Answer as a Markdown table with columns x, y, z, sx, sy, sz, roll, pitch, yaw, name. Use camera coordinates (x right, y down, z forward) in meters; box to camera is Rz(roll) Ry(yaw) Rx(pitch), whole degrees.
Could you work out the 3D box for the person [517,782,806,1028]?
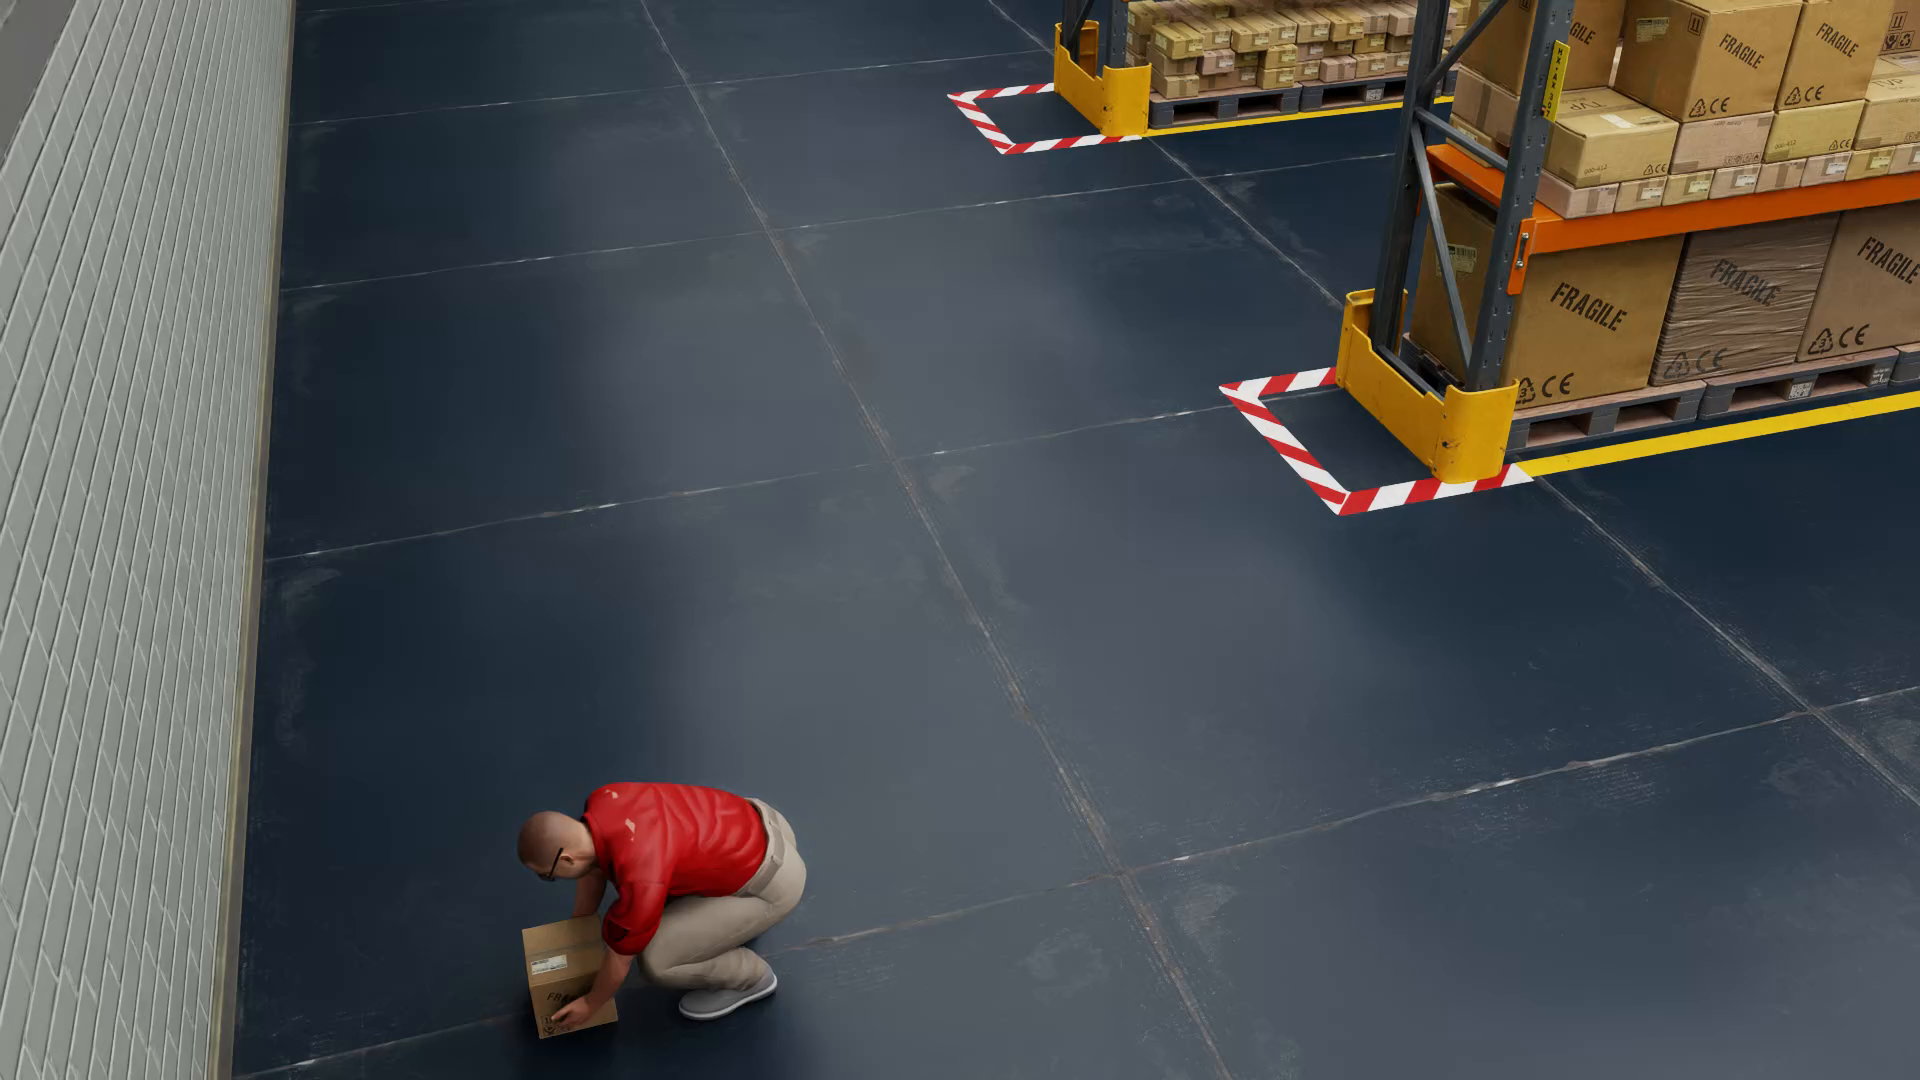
| x | y | z | sx | sy | sz | roll | pitch | yaw | name |
| --- | --- | --- | --- | --- | --- | --- | --- | --- | --- |
| -0.926 | 1.103 | 5.280 | 0.869 | 0.876 | 0.560 | -10 | 35 | -15 | person |
